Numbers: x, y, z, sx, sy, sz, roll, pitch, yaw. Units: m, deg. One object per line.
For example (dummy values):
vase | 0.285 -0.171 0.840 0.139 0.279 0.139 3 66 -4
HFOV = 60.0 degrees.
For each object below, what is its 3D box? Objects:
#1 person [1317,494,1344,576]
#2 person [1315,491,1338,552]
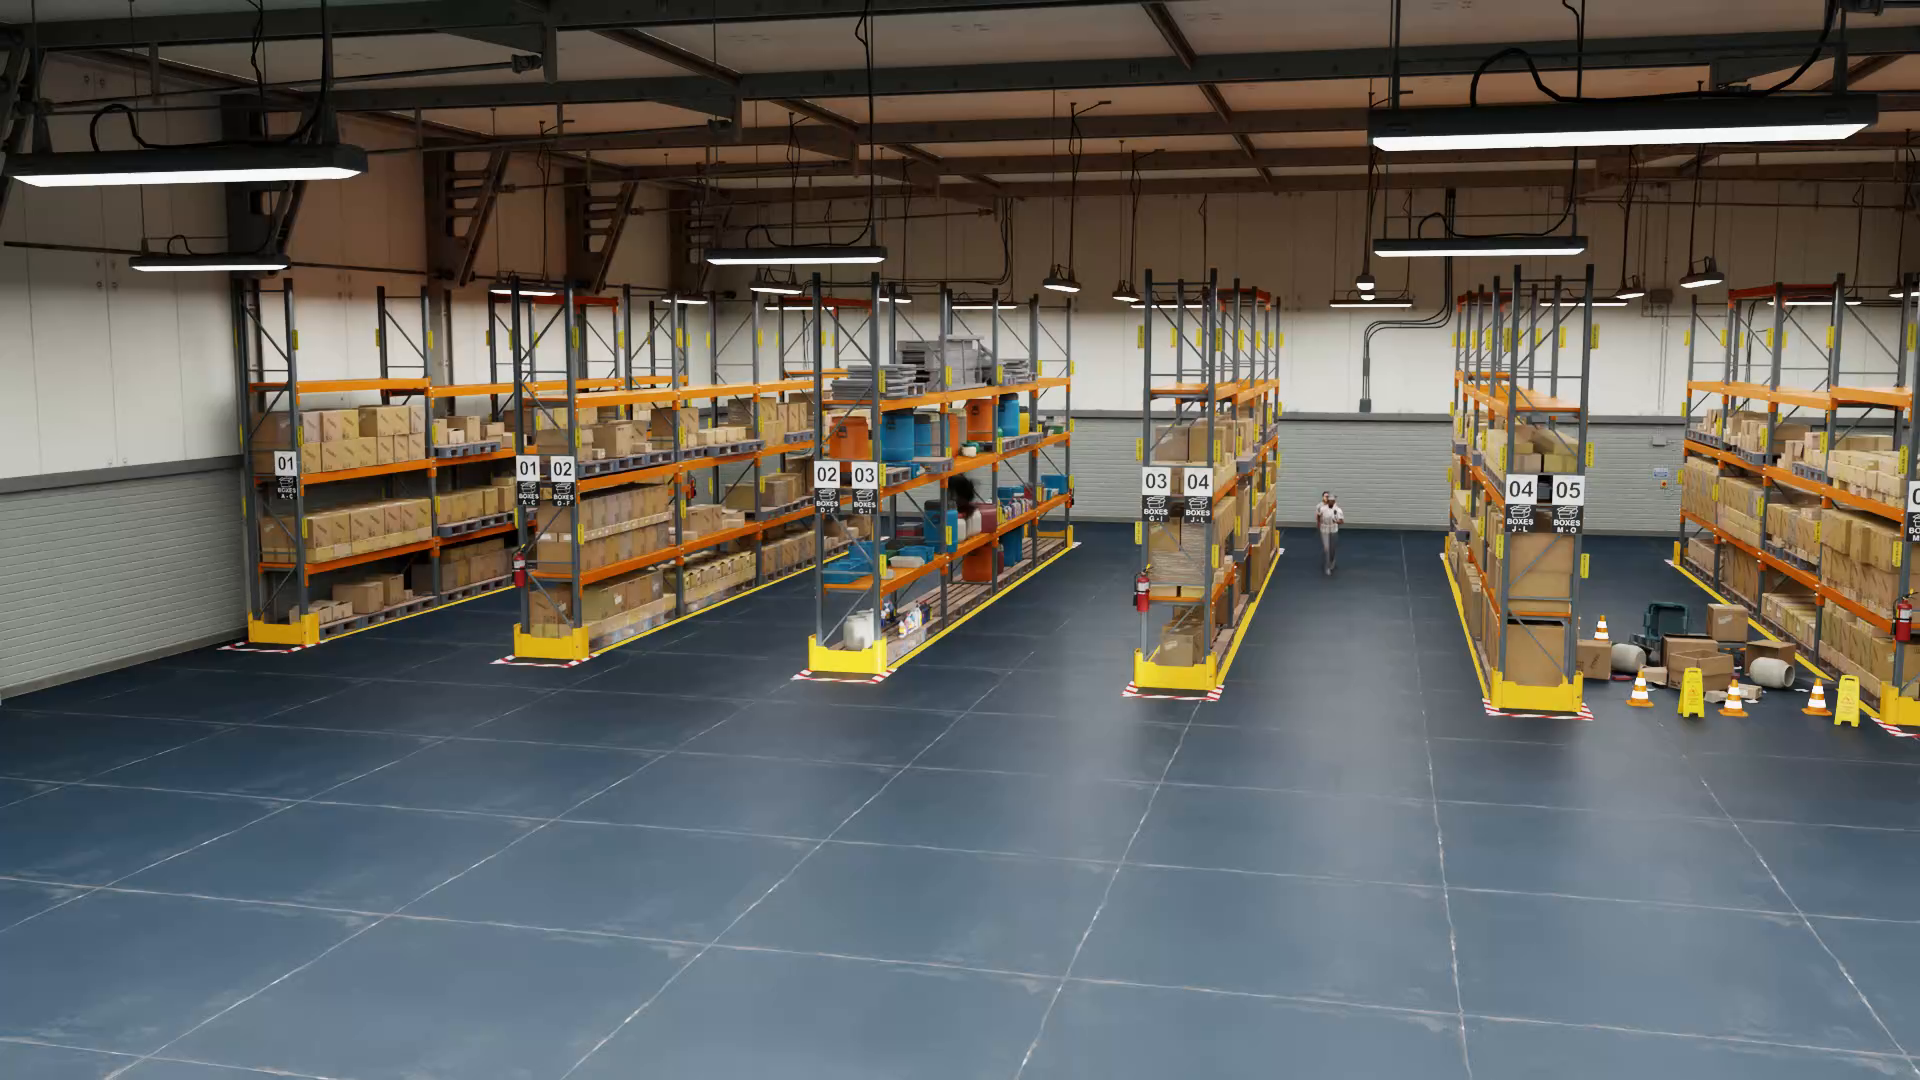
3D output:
person | 7.966 -0.144 35.787 0.560 1.715 0.907 1 7 10
person | 4.434 -0.153 36.295 7.258 1.725 4.278 2 7 16
